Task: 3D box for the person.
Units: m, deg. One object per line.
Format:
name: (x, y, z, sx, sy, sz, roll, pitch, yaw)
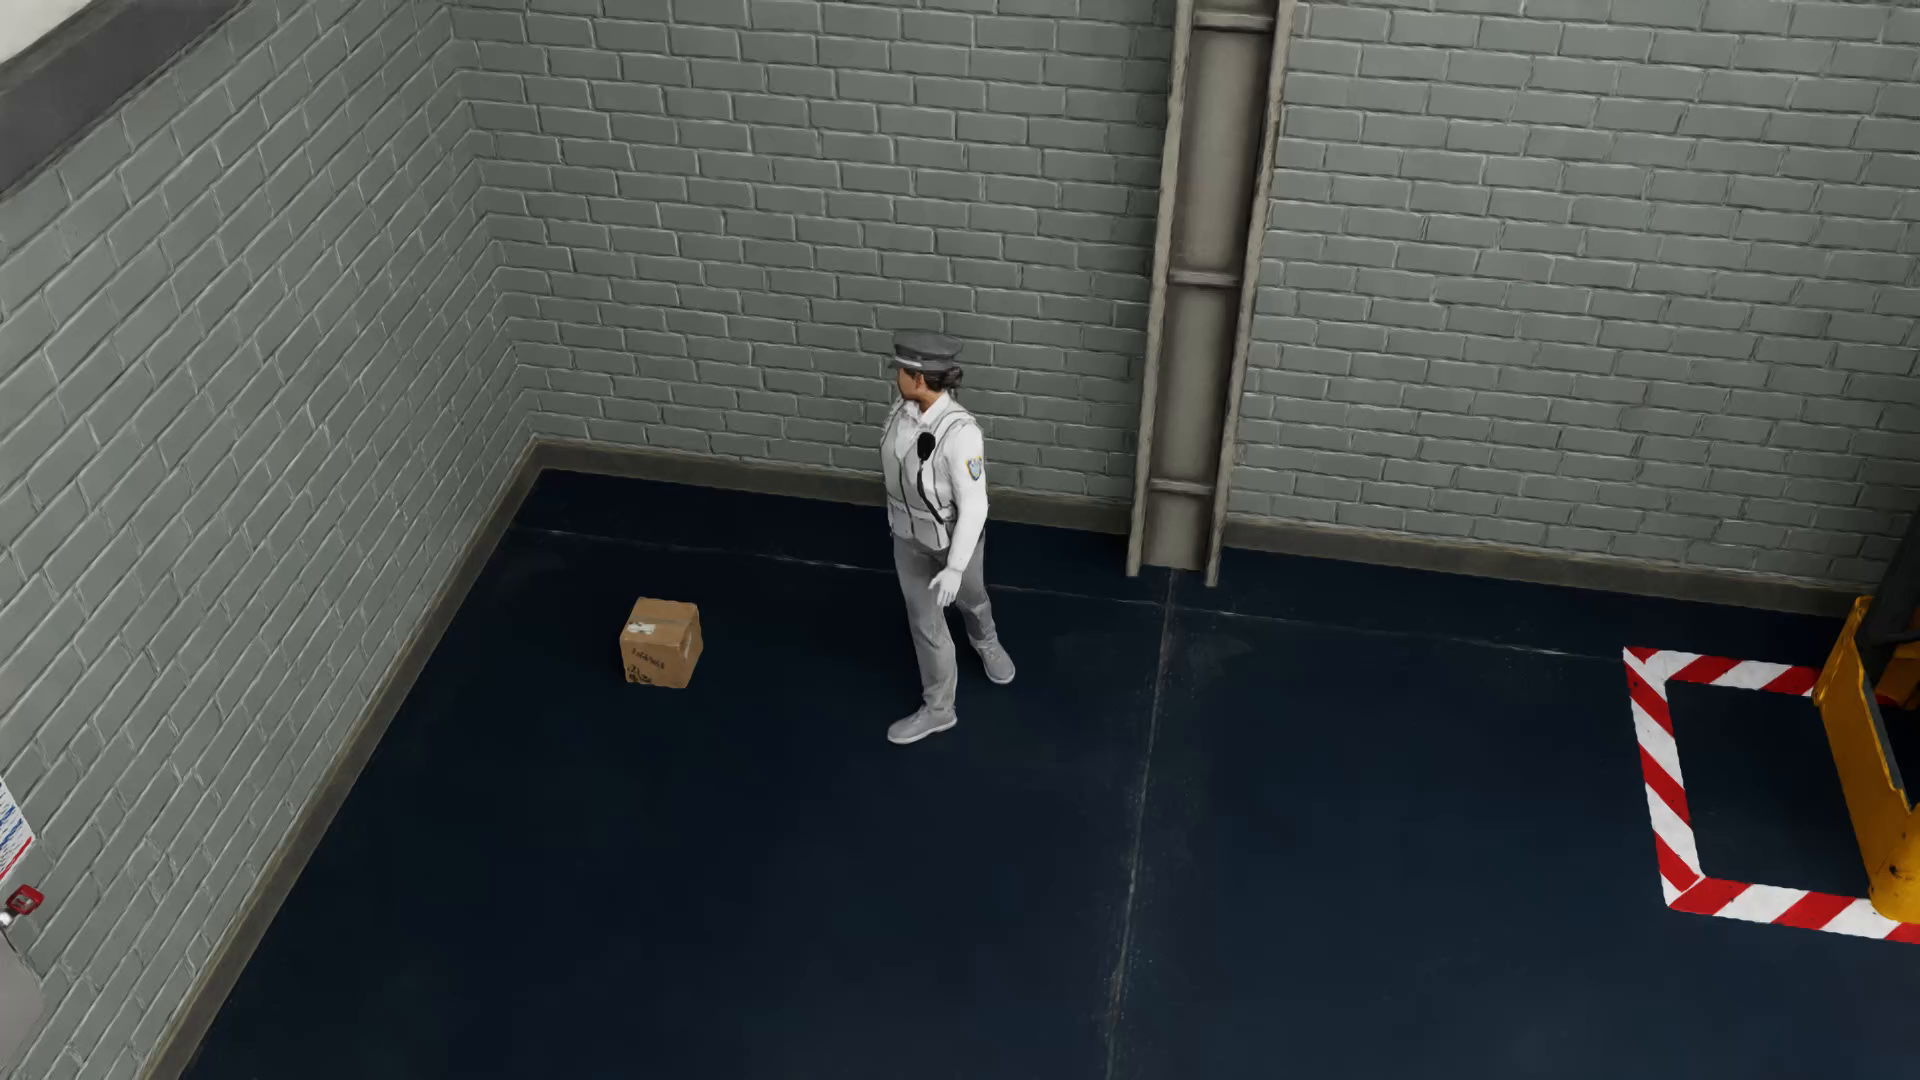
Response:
person: (-0.098, -0.015, 6.182, 0.519, 1.642, 0.688, 25, 46, 26)
